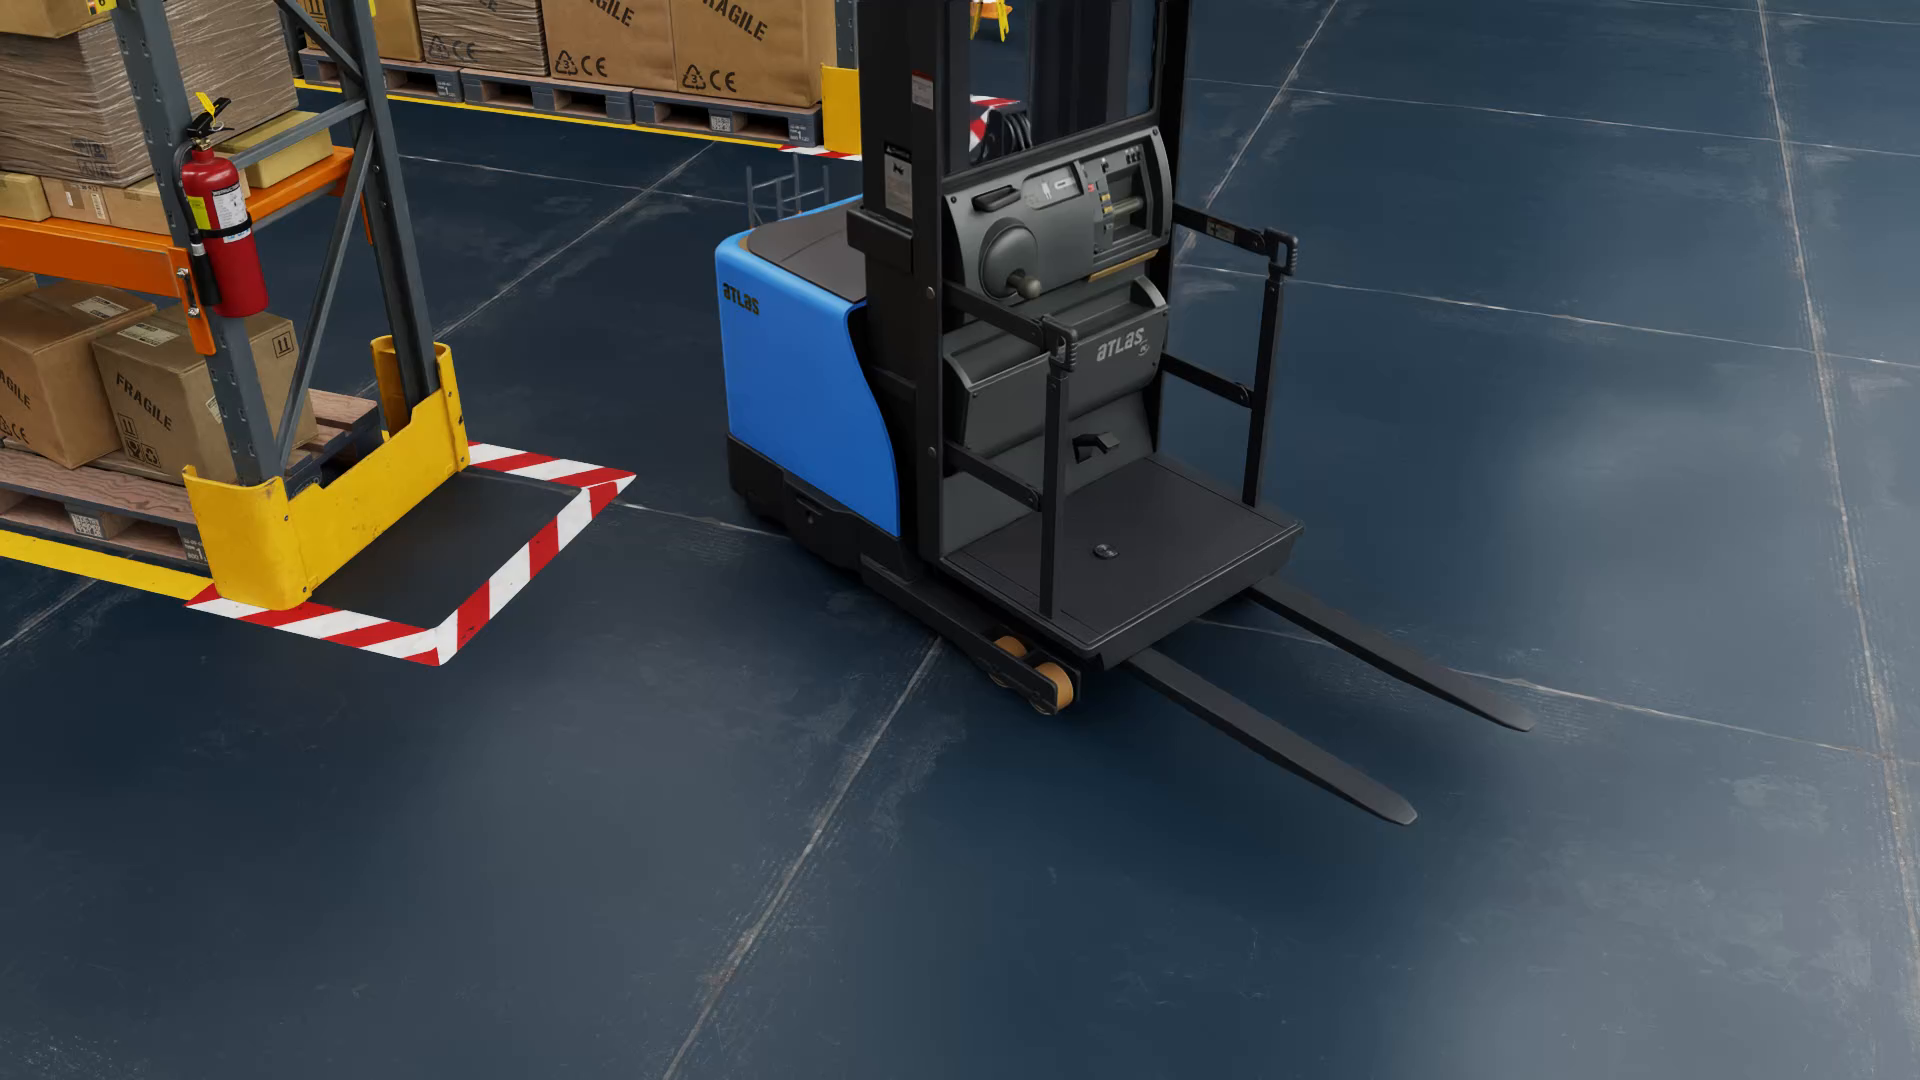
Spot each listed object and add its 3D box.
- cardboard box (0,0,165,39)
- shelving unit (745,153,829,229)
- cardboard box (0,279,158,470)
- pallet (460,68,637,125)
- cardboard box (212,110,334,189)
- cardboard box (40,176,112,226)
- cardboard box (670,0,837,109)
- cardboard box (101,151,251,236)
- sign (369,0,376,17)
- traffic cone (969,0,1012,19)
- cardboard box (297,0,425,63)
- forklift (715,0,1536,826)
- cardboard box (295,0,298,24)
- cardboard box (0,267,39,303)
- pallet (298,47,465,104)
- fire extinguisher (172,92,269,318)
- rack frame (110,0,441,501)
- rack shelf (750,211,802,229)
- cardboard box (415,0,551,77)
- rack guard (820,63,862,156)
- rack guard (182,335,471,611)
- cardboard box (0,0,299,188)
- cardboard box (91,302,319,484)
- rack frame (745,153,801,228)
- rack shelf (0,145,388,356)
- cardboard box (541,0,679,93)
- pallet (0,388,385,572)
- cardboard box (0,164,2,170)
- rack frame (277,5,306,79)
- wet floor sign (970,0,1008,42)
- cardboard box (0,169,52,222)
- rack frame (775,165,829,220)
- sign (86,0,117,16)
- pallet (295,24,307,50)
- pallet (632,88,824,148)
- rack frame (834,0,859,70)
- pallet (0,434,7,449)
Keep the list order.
[{"bbox_3d":[-2.855,-1.878,5.105,0.500,0.500,0.500,11,34,16],"label":"cardboard box"},{"bbox_3d":[-0.646,-0.887,6.518,0.258,1.200,0.189,-26,41,-34],"label":"shelving unit"},{"bbox_3d":[-3.411,-0.658,6.421,0.500,0.500,0.500,21,38,29],"label":"cardboard box"},{"bbox_3d":[-2.409,-2.990,10.686,1.213,0.211,1.003,11,34,16],"label":"pallet"},{"bbox_3d":[-2.442,-1.385,5.861,0.250,0.149,0.380,11,34,16],"label":"cardboard box"},{"bbox_3d":[-2.827,-1.204,5.581,0.250,0.149,0.380,11,34,16],"label":"cardboard box"},{"bbox_3d":[-1.146,-3.205,10.020,0.875,0.875,0.875,11,35,17],"label":"cardboard box"},{"bbox_3d":[-2.592,-1.158,5.510,0.250,0.149,0.380,11,34,16],"label":"cardboard box"},{"bbox_3d":[-2.071,-1.957,5.718,0.005,0.325,0.100,11,34,16],"label":"sign"},{"bbox_3d":[0.195,-4.102,12.177,0.334,0.463,0.336,11,34,16],"label":"traffic cone"},{"bbox_3d":[-3.683,-3.696,10.780,0.875,0.875,0.875,12,35,17],"label":"cardboard box"},{"bbox_3d":[0.468,-0.982,5.068,1.130,2.935,3.031,-26,41,-34],"label":"forklift"},{"bbox_3d":[-4.866,-3.862,11.153,0.750,0.750,1.050,11,34,16],"label":"cardboard box"},{"bbox_3d":[-3.993,-0.782,6.613,0.500,0.500,0.500,14,35,21],"label":"cardboard box"},{"bbox_3d":[-3.562,-3.212,11.031,1.213,0.211,1.003,11,34,16],"label":"pallet"},{"bbox_3d":[-2.302,-1.028,5.148,0.183,0.674,0.296,11,34,16],"label":"fire extinguisher"},{"bbox_3d":[-2.254,-1.317,5.524,0.127,3.000,1.000,11,34,16],"label":"rack frame"},{"bbox_3d":[-0.646,-1.152,6.347,0.258,0.103,0.180,-26,41,-34],"label":"rack shelf"},{"bbox_3d":[-2.833,-3.533,10.528,0.875,0.875,0.875,11,35,17],"label":"cardboard box"},{"bbox_3d":[-0.463,-2.776,10.089,0.348,0.500,1.175,11,34,16],"label":"rack guard"},{"bbox_3d":[-2.326,-0.280,6.223,0.348,0.500,1.175,11,34,16],"label":"rack guard"},{"bbox_3d":[-2.763,-1.598,5.594,0.500,0.500,0.875,11,34,16],"label":"cardboard box"},{"bbox_3d":[-2.836,-0.566,6.278,0.500,0.500,0.500,18,37,25],"label":"cardboard box"},{"bbox_3d":[-0.708,-0.924,6.575,0.240,1.200,0.006,-26,41,-34],"label":"rack frame"},{"bbox_3d":[-4.137,-1.380,6.286,4.000,0.370,1.077,11,34,16],"label":"rack shelf"},{"bbox_3d":[-1.975,-3.365,10.268,0.875,0.875,0.875,10,34,16],"label":"cardboard box"},{"bbox_3d":[-3.078,-0.326,6.560,1.213,0.211,1.003,11,34,16],"label":"pallet"},{"bbox_3d":[-3.274,-1.629,5.640,0.500,0.500,0.875,11,34,16],"label":"cardboard box"},{"bbox_3d":[-4.251,-4.563,10.552,0.127,3.000,1.000,11,34,16],"label":"rack frame"},{"bbox_3d":[0.210,-3.847,11.614,0.232,0.644,0.267,5,33,8],"label":"wet floor sign"},{"bbox_3d":[-3.080,-1.223,5.611,0.250,0.149,0.380,11,34,16],"label":"cardboard box"},{"bbox_3d":[-0.585,-0.850,6.461,0.240,1.200,0.006,-26,41,-34],"label":"rack frame"},{"bbox_3d":[-2.460,-1.656,4.691,0.005,0.325,0.100,11,34,16],"label":"sign"},{"bbox_3d":[-5.003,-3.494,11.467,1.213,0.211,1.003,11,34,16],"label":"pallet"},{"bbox_3d":[-1.265,-2.766,10.339,1.213,0.211,1.003,11,34,16],"label":"pallet"},{"bbox_3d":[-0.486,-3.831,9.418,0.127,3.000,1.000,11,34,16],"label":"rack frame"},{"bbox_3d":[-4.223,-0.550,6.907,1.213,0.211,1.003,11,34,16],"label":"pallet"}]
